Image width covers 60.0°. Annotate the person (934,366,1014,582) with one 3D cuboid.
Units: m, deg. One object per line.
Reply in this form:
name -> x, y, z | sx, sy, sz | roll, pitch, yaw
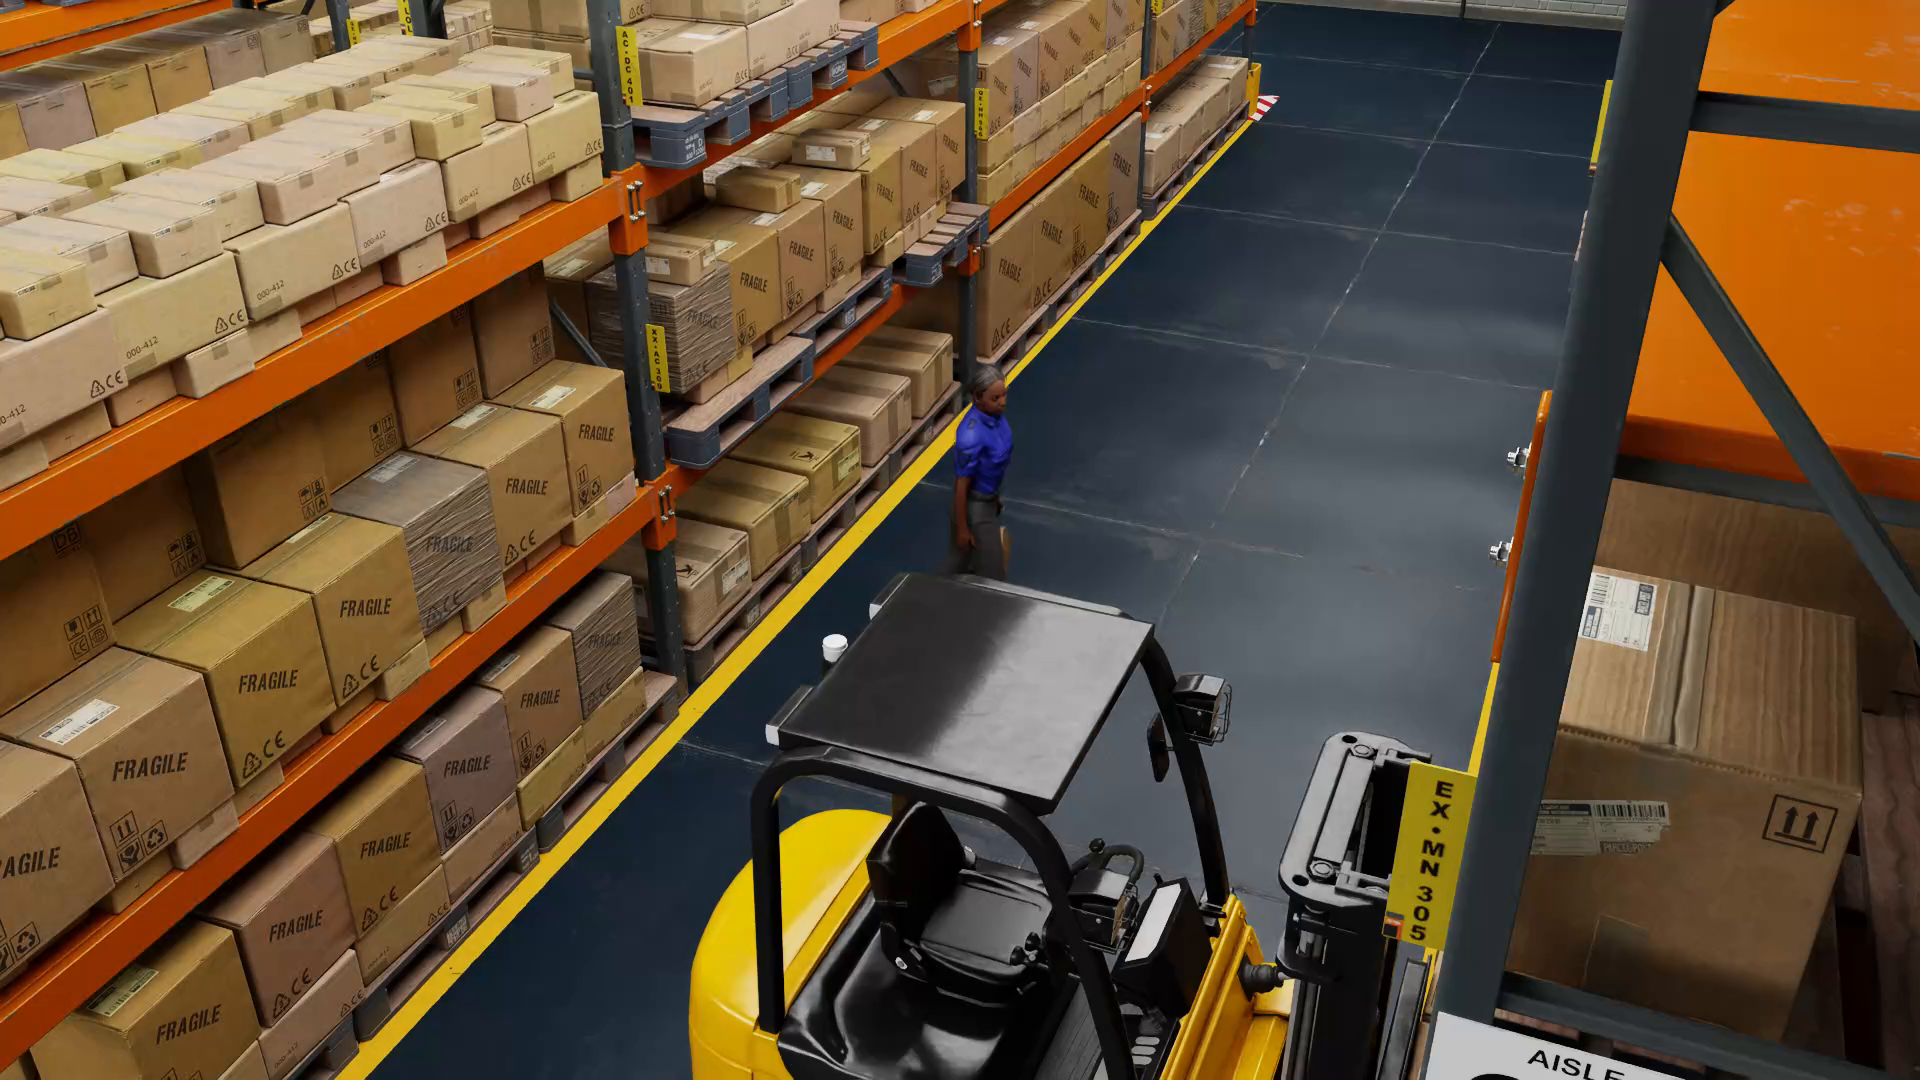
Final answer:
person -> 0.073, -0.178, 8.708 | 0.588, 1.641, 0.510 | 7, 31, 12
